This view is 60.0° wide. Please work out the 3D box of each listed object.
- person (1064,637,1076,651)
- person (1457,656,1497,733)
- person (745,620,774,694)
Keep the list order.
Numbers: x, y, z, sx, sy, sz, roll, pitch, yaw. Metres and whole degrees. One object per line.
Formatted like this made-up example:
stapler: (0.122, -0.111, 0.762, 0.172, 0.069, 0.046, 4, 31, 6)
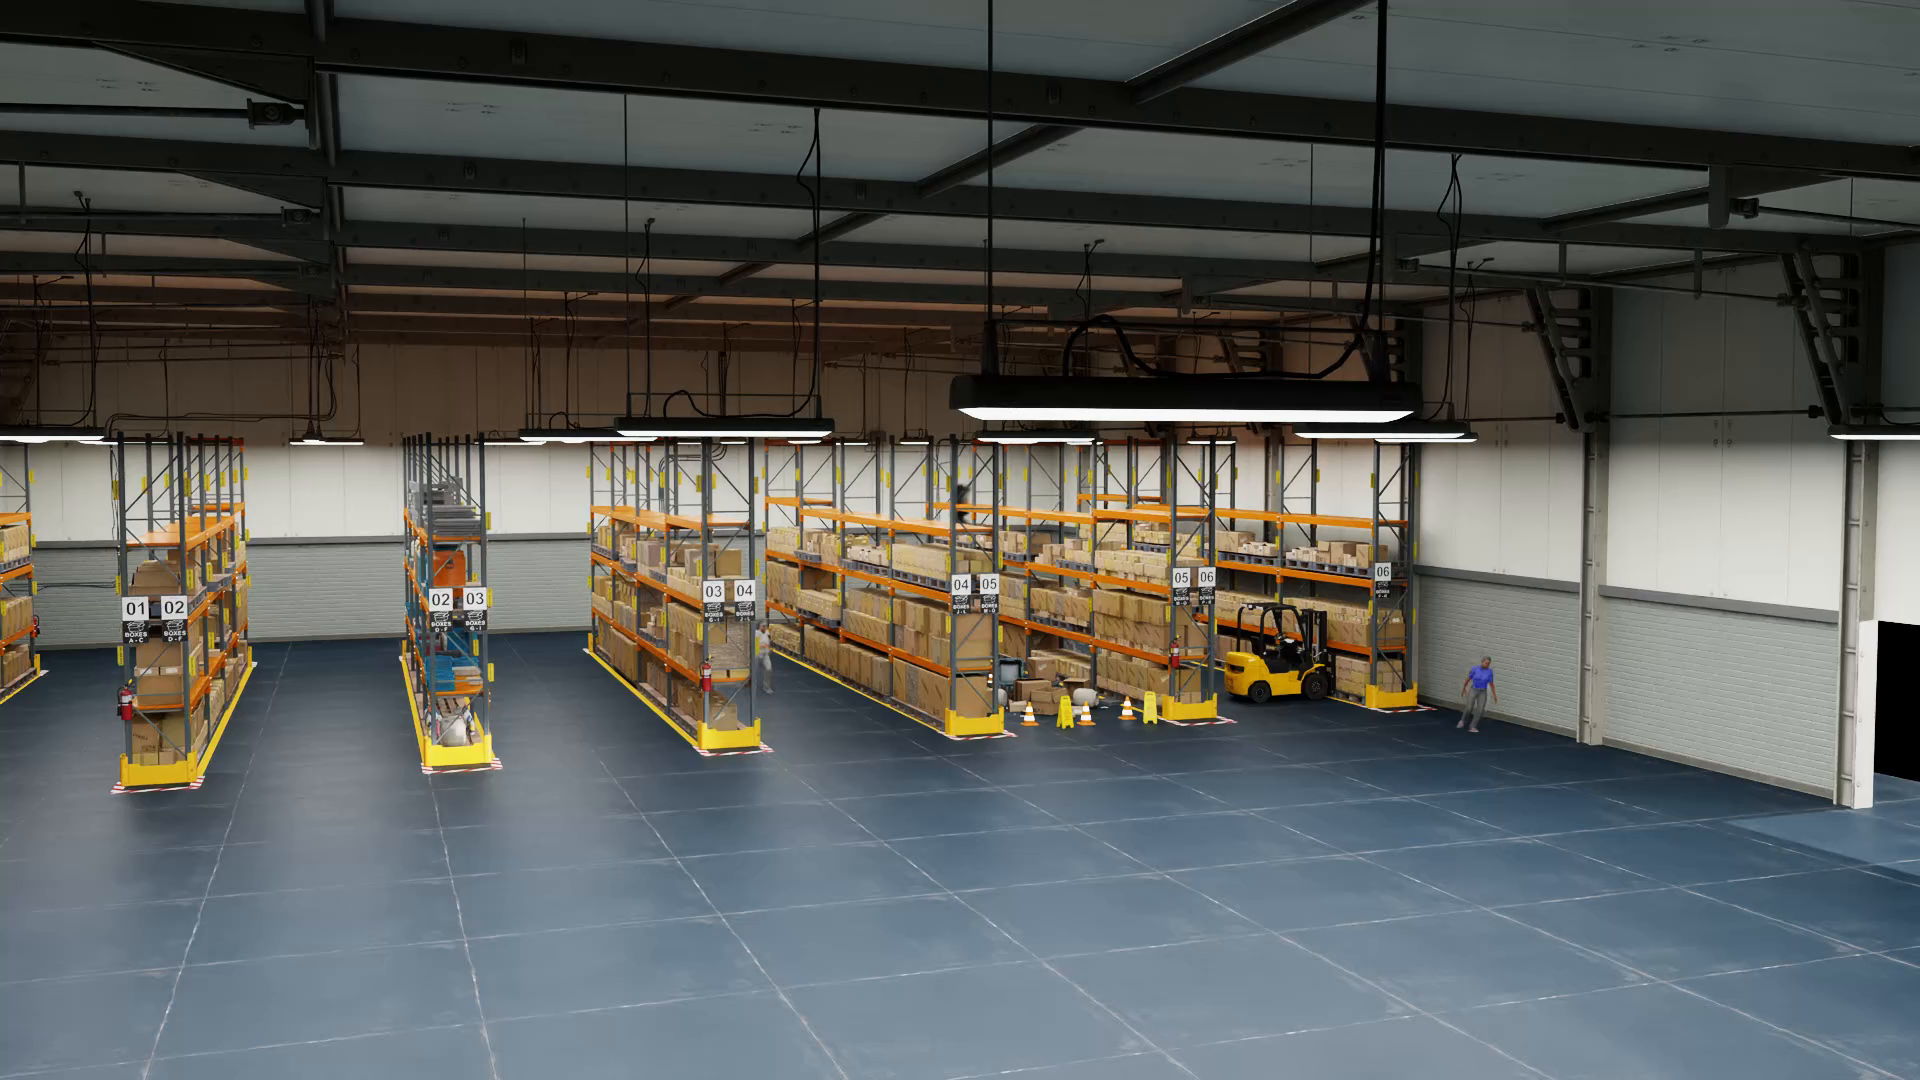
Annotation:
person: (2.921, 2.395, 45.466, 0.569, 1.647, 0.588, -1, 3, -25)
person: (10.358, 3.082, 33.312, 0.710, 1.573, 0.599, 0, 3, 4)
person: (-4.676, 2.711, 38.860, 0.668, 1.752, 1.000, -2, 4, -37)
